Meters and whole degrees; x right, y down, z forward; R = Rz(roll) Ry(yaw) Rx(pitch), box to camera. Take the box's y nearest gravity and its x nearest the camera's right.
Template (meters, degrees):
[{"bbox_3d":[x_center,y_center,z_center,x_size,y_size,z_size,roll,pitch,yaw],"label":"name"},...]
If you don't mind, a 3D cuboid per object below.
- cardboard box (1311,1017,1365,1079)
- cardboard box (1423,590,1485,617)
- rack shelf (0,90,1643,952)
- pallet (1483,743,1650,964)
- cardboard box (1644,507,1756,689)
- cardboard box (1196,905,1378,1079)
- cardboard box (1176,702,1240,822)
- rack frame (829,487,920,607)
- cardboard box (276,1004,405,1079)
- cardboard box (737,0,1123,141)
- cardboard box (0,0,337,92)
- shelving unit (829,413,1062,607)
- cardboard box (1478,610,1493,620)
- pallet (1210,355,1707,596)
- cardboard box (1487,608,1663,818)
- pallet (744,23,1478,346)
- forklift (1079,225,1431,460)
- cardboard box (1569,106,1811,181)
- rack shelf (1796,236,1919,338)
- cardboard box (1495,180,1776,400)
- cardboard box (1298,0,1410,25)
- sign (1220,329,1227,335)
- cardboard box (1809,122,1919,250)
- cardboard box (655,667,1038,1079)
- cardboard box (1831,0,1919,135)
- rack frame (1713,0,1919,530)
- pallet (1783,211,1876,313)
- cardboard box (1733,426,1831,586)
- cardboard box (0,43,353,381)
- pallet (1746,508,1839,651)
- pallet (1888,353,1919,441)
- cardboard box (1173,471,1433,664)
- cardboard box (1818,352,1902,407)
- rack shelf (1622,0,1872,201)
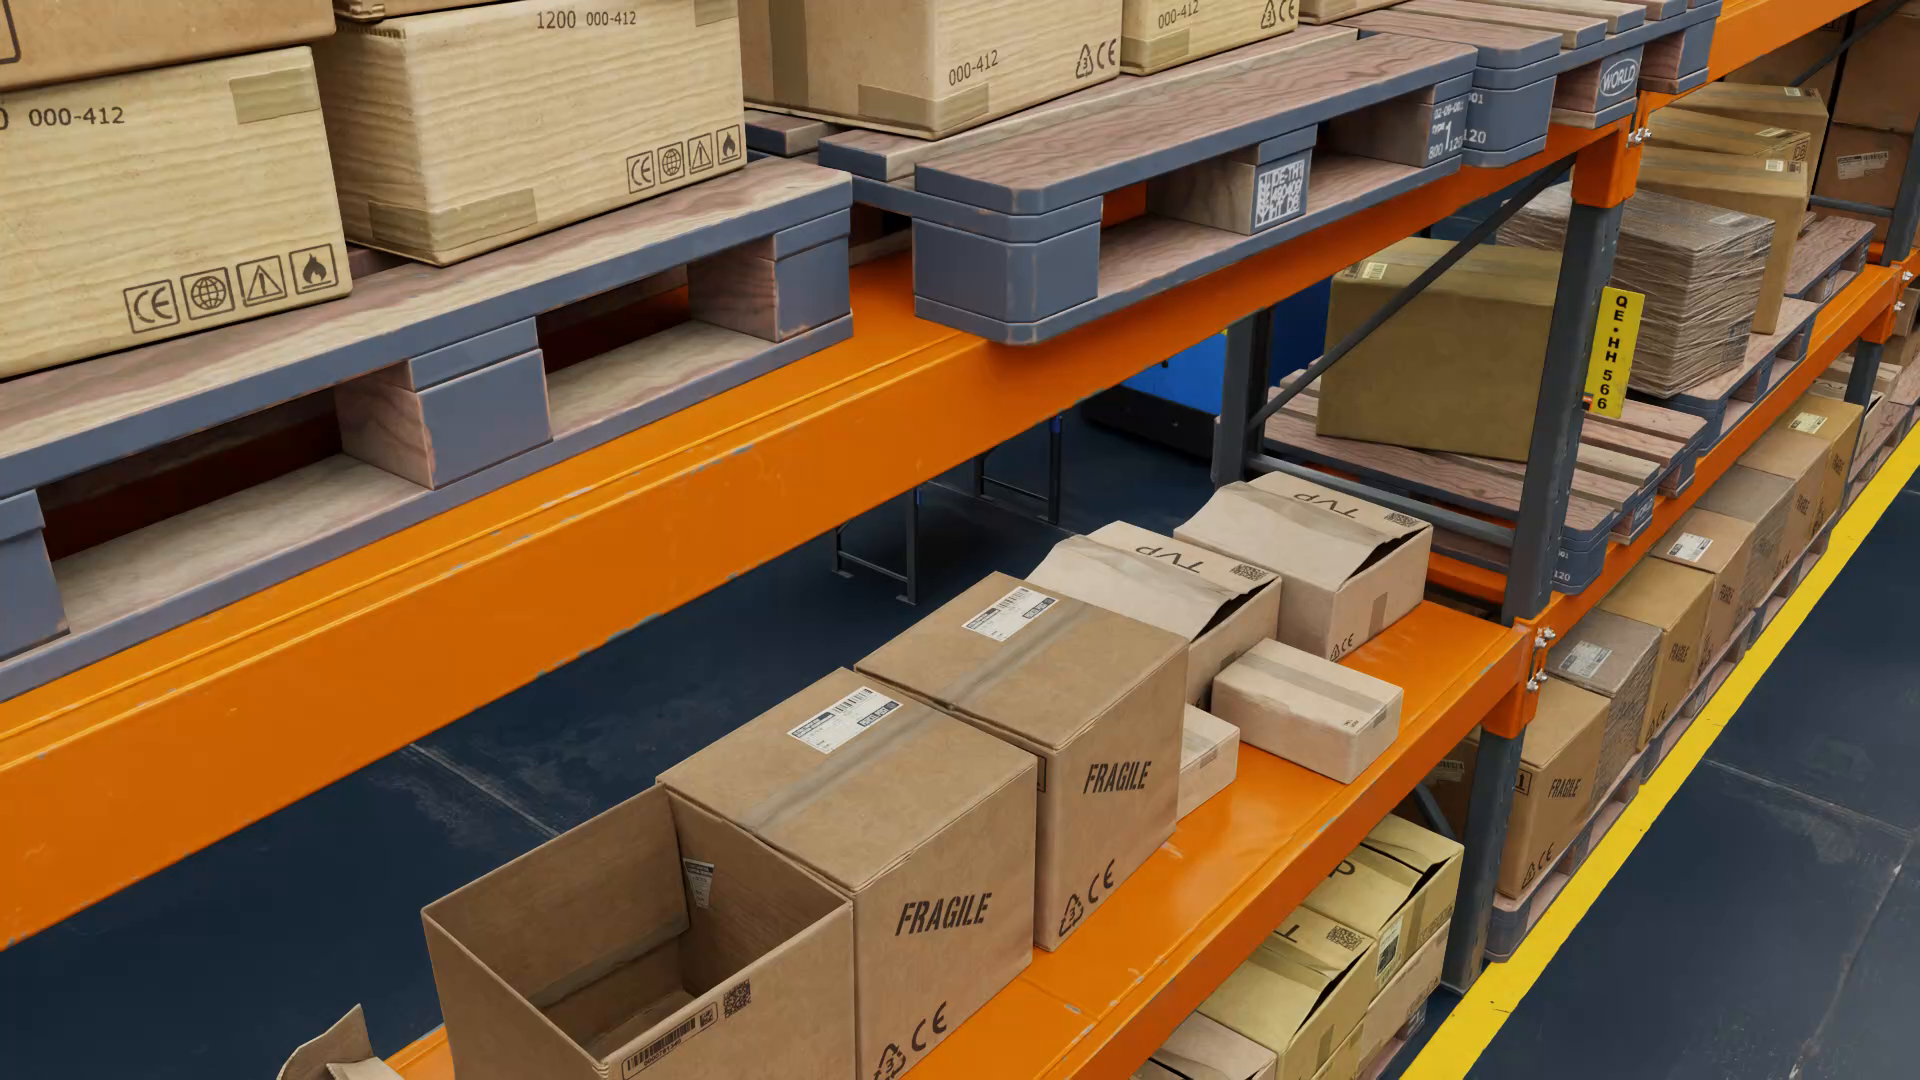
[{"bbox_3d":[0.713,1.368,4.377,0.500,0.250,0.500,20,34,34],"label":"cardboard box"},{"bbox_3d":[1.631,0.052,5.811,0.500,0.250,0.500,22,35,36],"label":"cardboard box"},{"bbox_3d":[-0.087,-0.412,2.801,1.077,0.370,4.000,21,34,34],"label":"rack shelf"},{"bbox_3d":[1.689,0.876,5.826,1.003,0.211,1.213,21,34,34],"label":"pallet"},{"bbox_3d":[2.674,0.178,6.382,0.500,0.500,0.500,19,33,33],"label":"cardboard box"},{"bbox_3d":[0.716,1.121,4.244,0.500,0.311,0.500,20,34,34],"label":"cardboard box"},{"bbox_3d":[0.417,0.472,3.847,0.380,0.149,0.250,24,36,38],"label":"cardboard box"},{"bbox_3d":[-0.378,-0.456,6.999,0.500,1.500,0.032,21,34,34],"label":"rack frame"},{"bbox_3d":[-0.942,1.004,2.691,0.396,0.266,0.258,20,33,33],"label":"cardboard box"},{"bbox_3d":[-0.096,-0.803,2.478,0.500,0.250,0.500,18,32,30],"label":"cardboard box"},{"bbox_3d":[-0.937,-0.683,1.431,0.500,0.500,0.500,21,34,35],"label":"cardboard box"},{"bbox_3d":[-0.054,-0.636,7.347,0.538,1.500,1.048,21,34,34],"label":"shelving unit"},{"bbox_3d":[1.599,0.406,5.942,0.500,0.500,0.500,22,35,36],"label":"cardboard box"},{"bbox_3d":[1.562,-0.284,5.243,1.213,0.211,1.003,21,34,34],"label":"pallet"},{"bbox_3d":[2.024,0.541,5.681,0.500,0.500,0.500,19,33,33],"label":"cardboard box"},{"bbox_3d":[0.113,-0.693,2.766,1.003,0.211,1.213,23,35,37],"label":"pallet"},{"bbox_3d":[2.005,-2.274,8.955,1.130,2.935,3.031,23,35,37],"label":"forklift"},{"bbox_3d":[2.867,-1.393,6.612,0.500,0.500,0.700,-22,35,-36],"label":"cardboard box"},{"bbox_3d":[5.001,-1.916,8.973,1.077,0.370,4.000,21,34,34],"label":"rack shelf"},{"bbox_3d":[2.228,-0.864,5.590,0.500,0.500,0.700,-21,34,-34],"label":"cardboard box"},{"bbox_3d":[0.620,-1.192,3.232,0.500,0.250,0.500,22,34,36],"label":"cardboard box"},{"bbox_3d":[0.760,-0.743,4.747,0.100,0.325,0.005,21,34,34],"label":"sign"},{"bbox_3d":[4.264,-1.672,7.609,0.500,0.500,0.500,22,34,36],"label":"cardboard box"},{"bbox_3d":[-0.205,0.633,3.152,0.500,0.500,0.500,21,34,34],"label":"cardboard box"},{"bbox_3d":[4.246,-2.100,7.348,0.500,0.500,0.500,22,34,36],"label":"cardboard box"},{"bbox_3d":[3.729,-1.527,7.437,1.000,3.000,0.127,21,34,34],"label":"rack frame"},{"bbox_3d":[3.137,-1.190,6.995,1.003,0.211,1.213,21,34,34],"label":"pallet"},{"bbox_3d":[3.316,-0.180,7.076,0.500,0.500,0.500,21,34,35],"label":"cardboard box"},{"bbox_3d":[-0.960,-0.358,1.619,0.500,0.250,0.500,-24,36,-38],"label":"cardboard box"},{"bbox_3d":[3.241,0.011,7.499,1.003,0.211,1.213,21,34,34],"label":"pallet"},{"bbox_3d":[4.942,-0.966,9.387,1.003,0.211,1.213,21,34,34],"label":"pallet"},{"bbox_3d":[0.920,0.047,4.491,0.500,0.311,0.500,23,35,37],"label":"cardboard box"},{"bbox_3d":[4.706,-0.859,8.750,0.380,0.166,0.250,21,34,34],"label":"cardboard box"},{"bbox_3d":[2.457,-1.830,5.542,1.077,0.370,4.000,21,34,34],"label":"rack shelf"}]
